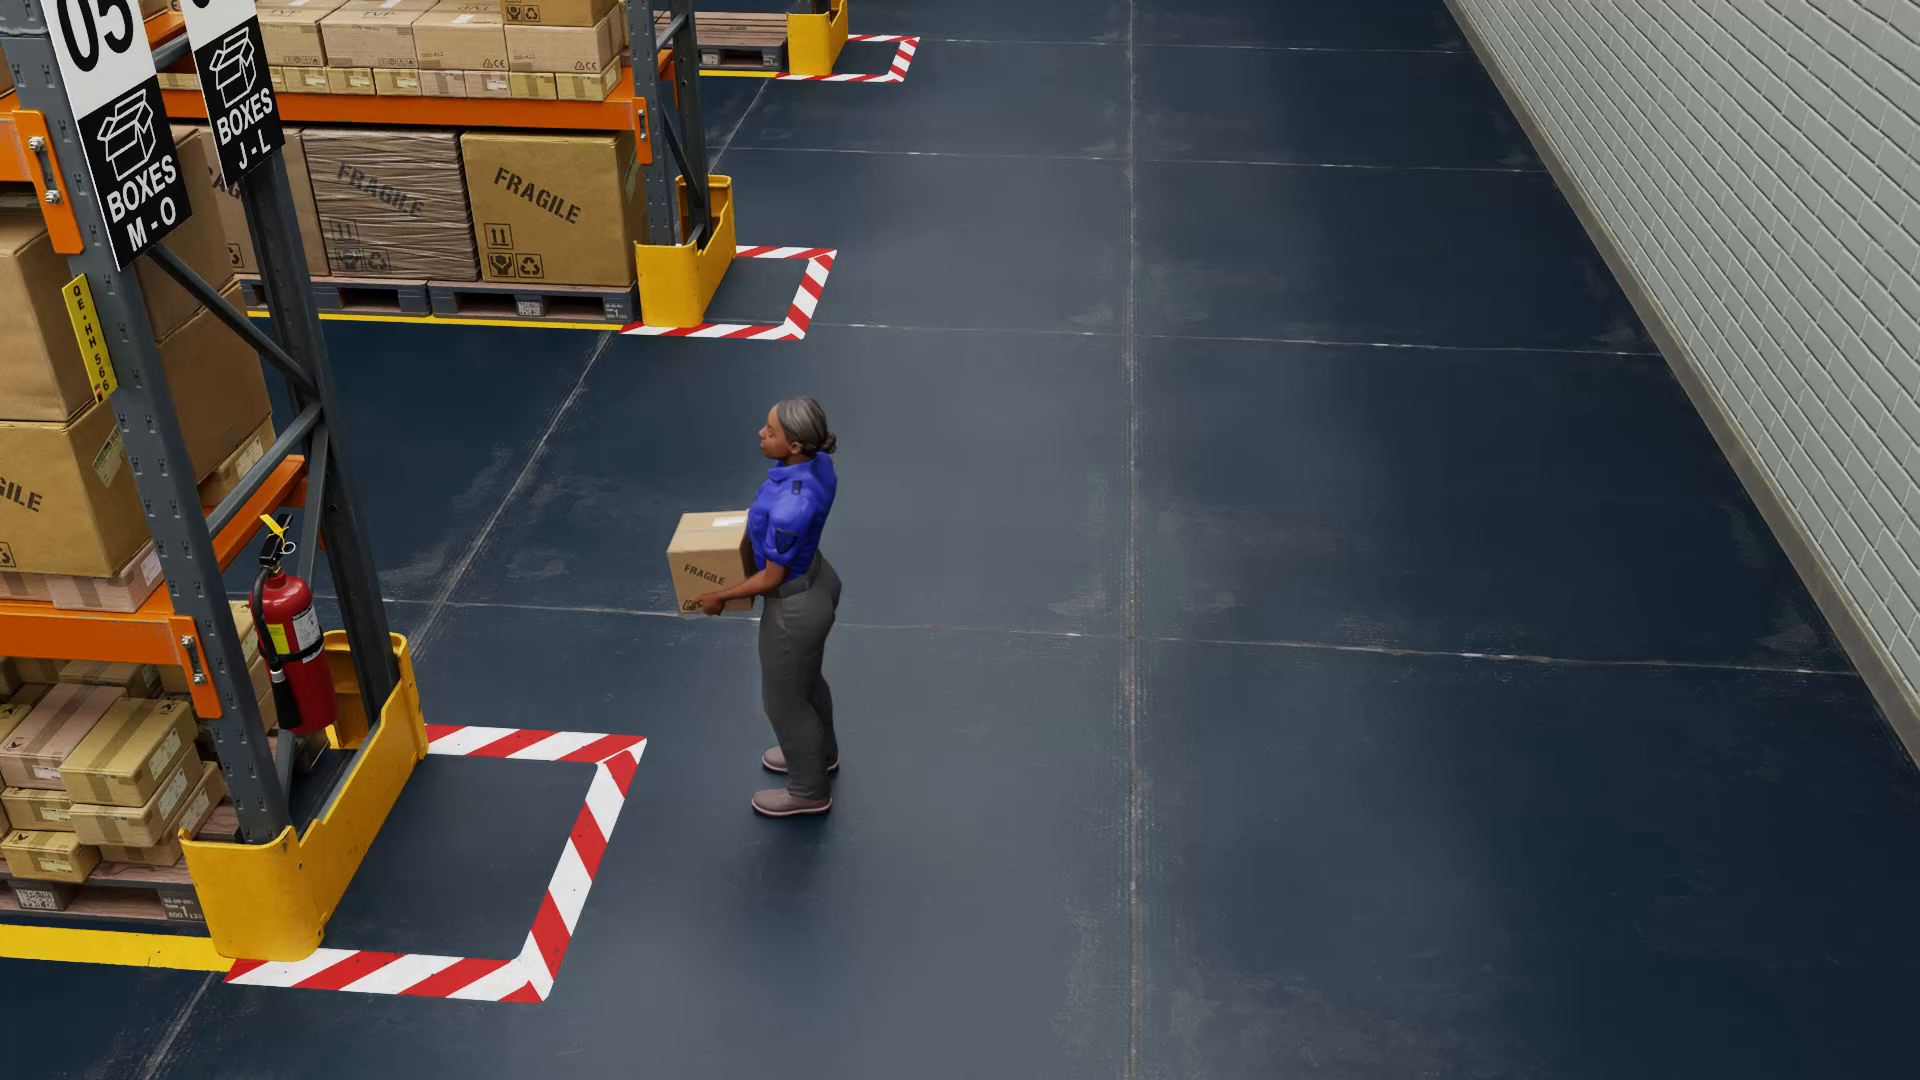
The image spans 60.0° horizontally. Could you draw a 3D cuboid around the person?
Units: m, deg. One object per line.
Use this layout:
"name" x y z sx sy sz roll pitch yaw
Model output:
"person" -0.656 0.228 5.784 0.512 1.649 0.452 2 32 4
